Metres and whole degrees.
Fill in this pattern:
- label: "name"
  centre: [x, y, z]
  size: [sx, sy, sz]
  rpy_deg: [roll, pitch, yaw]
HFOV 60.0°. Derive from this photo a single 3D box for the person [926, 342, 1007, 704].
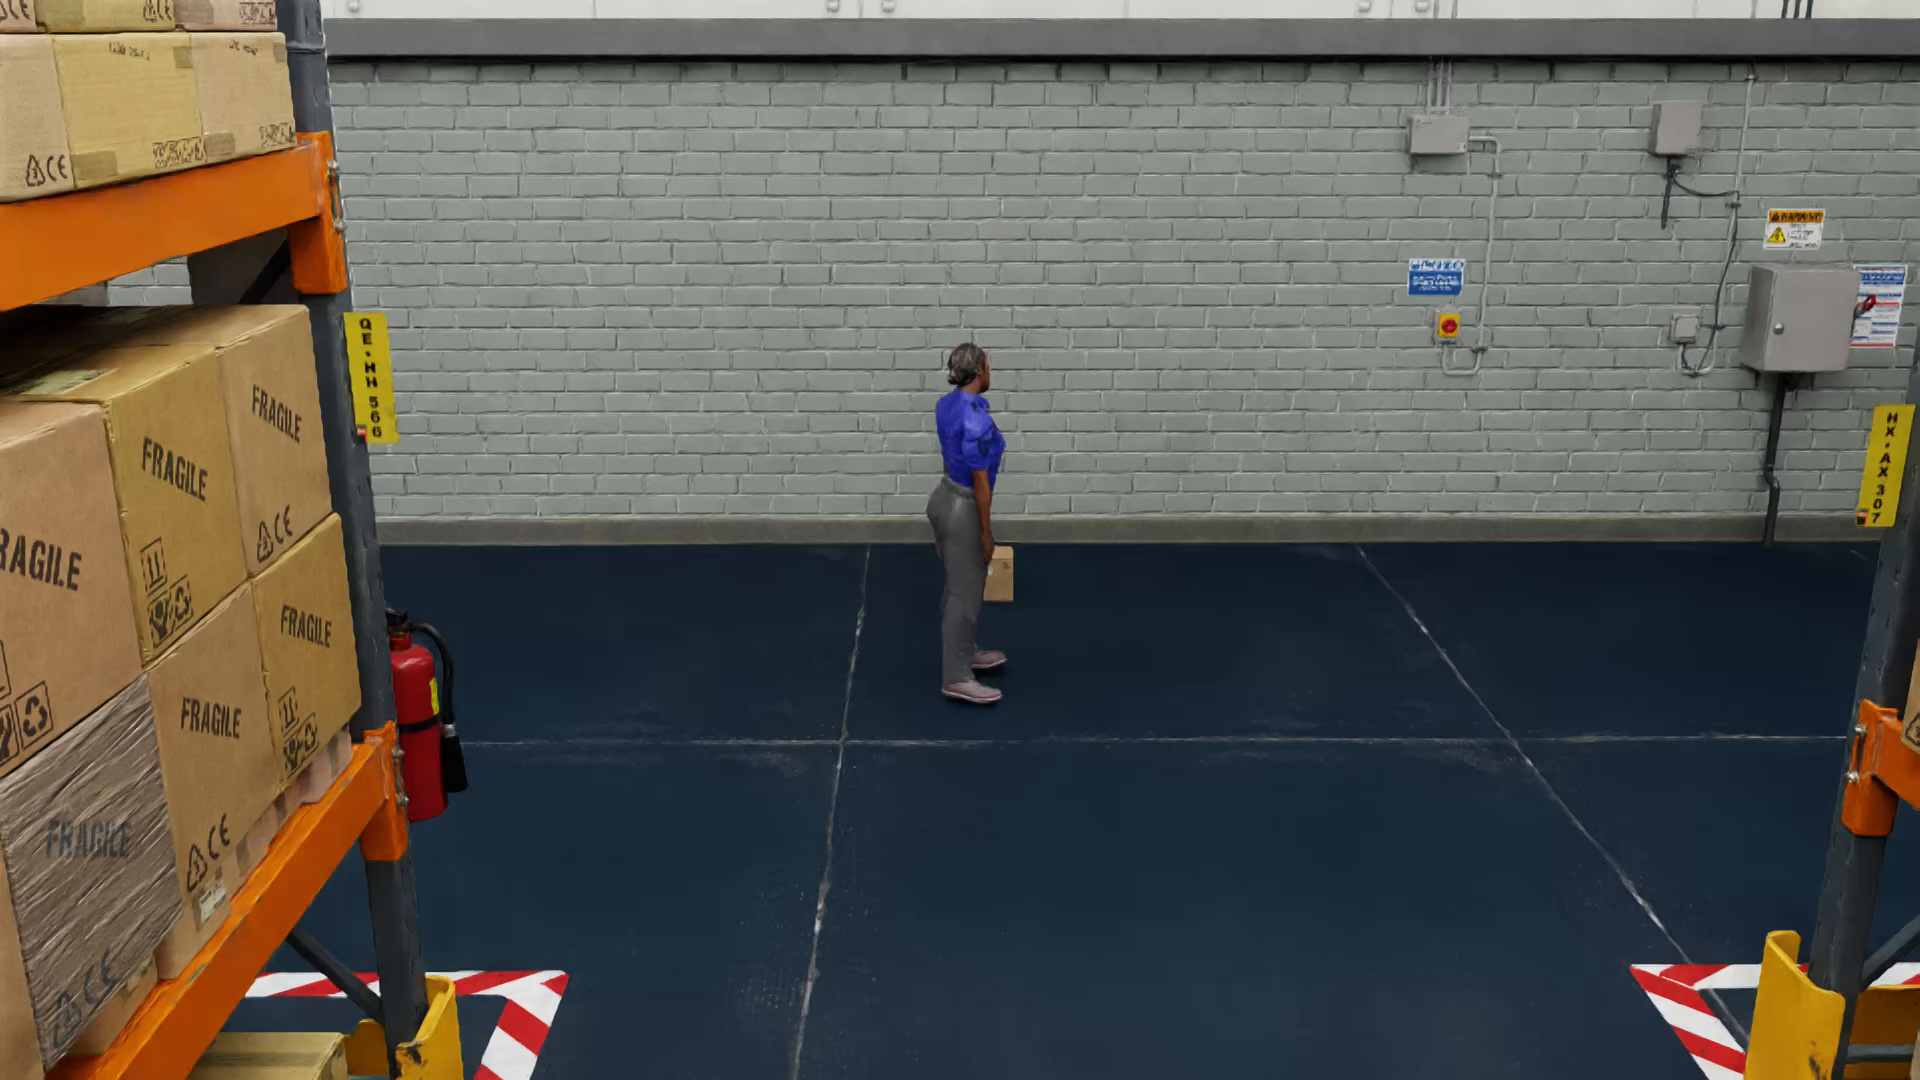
- label: "person"
  centre: [0.074, -0.101, 7.794]
  size: [0.437, 1.666, 0.535]
  rpy_deg: [-7, 18, -21]
